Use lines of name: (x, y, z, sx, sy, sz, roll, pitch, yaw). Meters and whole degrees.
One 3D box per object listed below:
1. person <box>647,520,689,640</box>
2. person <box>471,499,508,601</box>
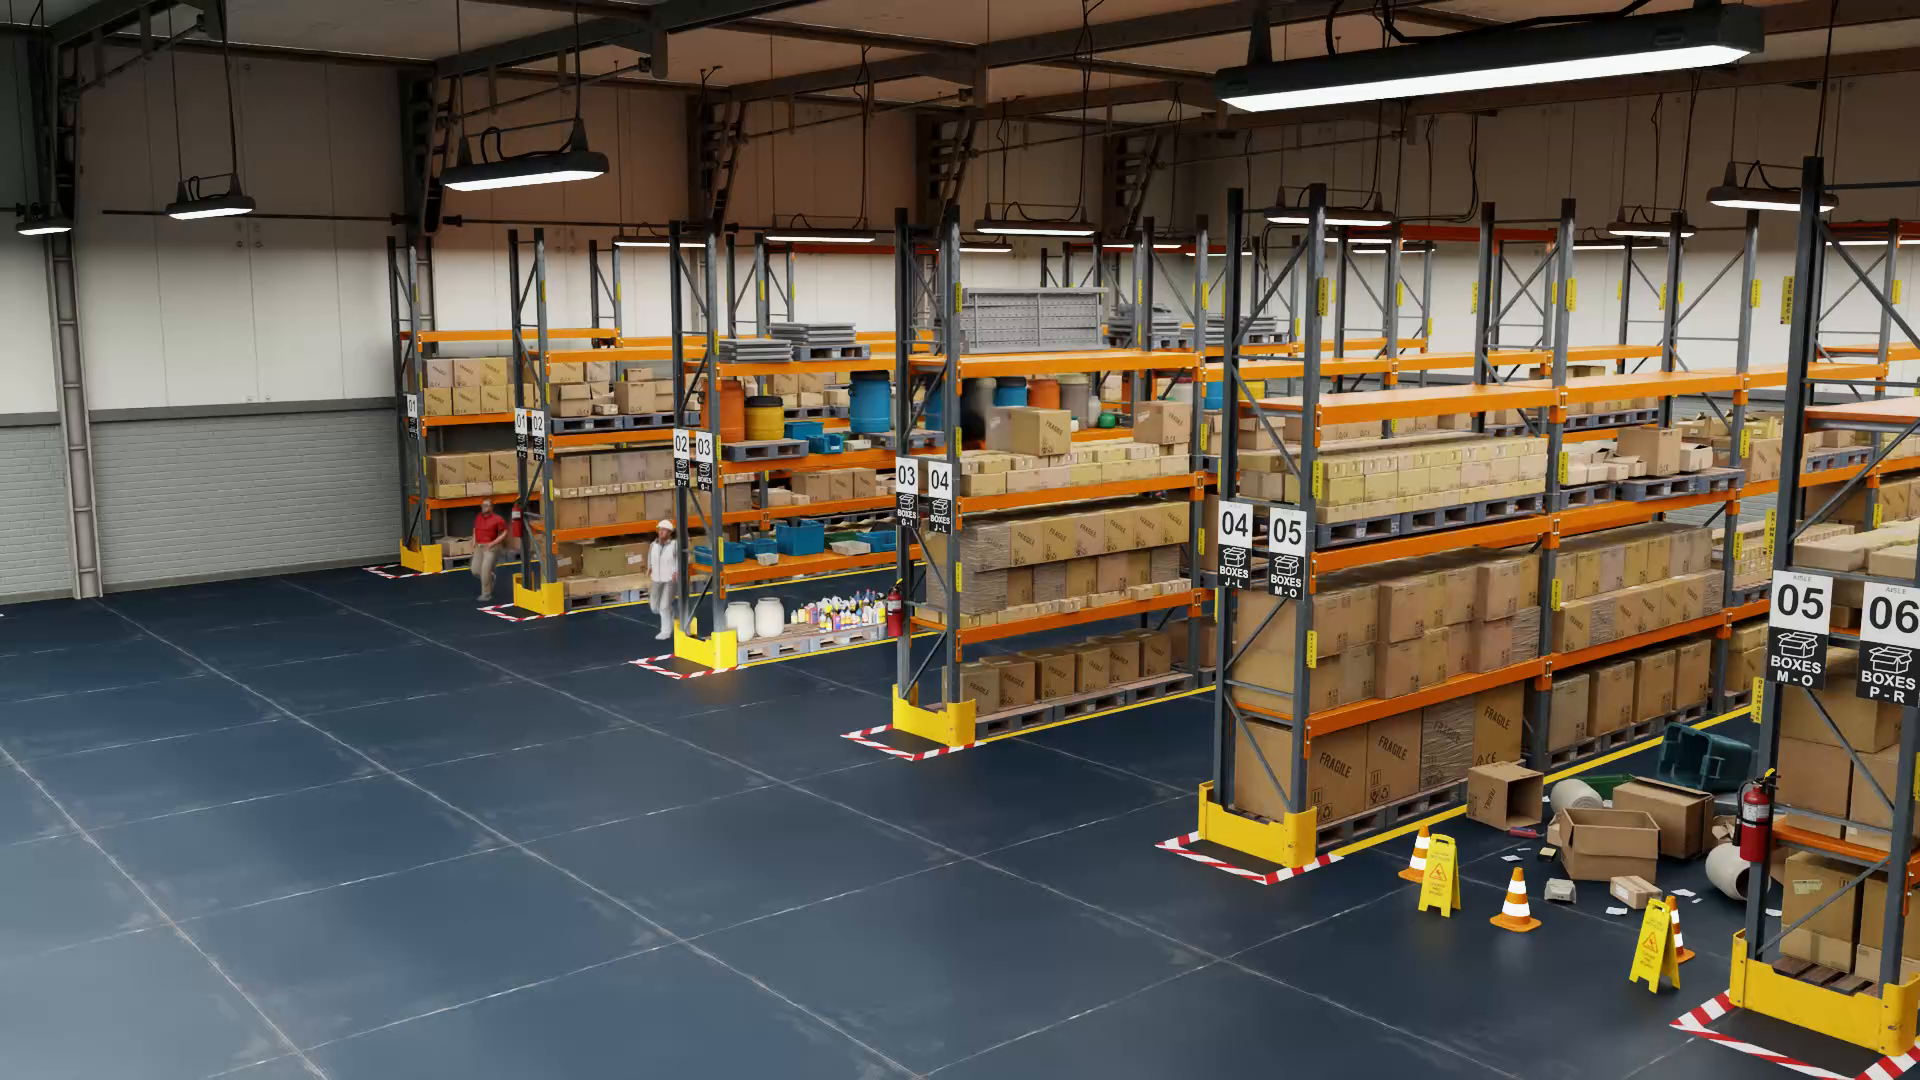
person: (-4.278, 0.567, 24.276, 0.654, 1.729, 0.655, 3, 9, 18)
person: (-7.732, 0.155, 27.402, 0.648, 1.694, 0.593, 3, 9, 21)
